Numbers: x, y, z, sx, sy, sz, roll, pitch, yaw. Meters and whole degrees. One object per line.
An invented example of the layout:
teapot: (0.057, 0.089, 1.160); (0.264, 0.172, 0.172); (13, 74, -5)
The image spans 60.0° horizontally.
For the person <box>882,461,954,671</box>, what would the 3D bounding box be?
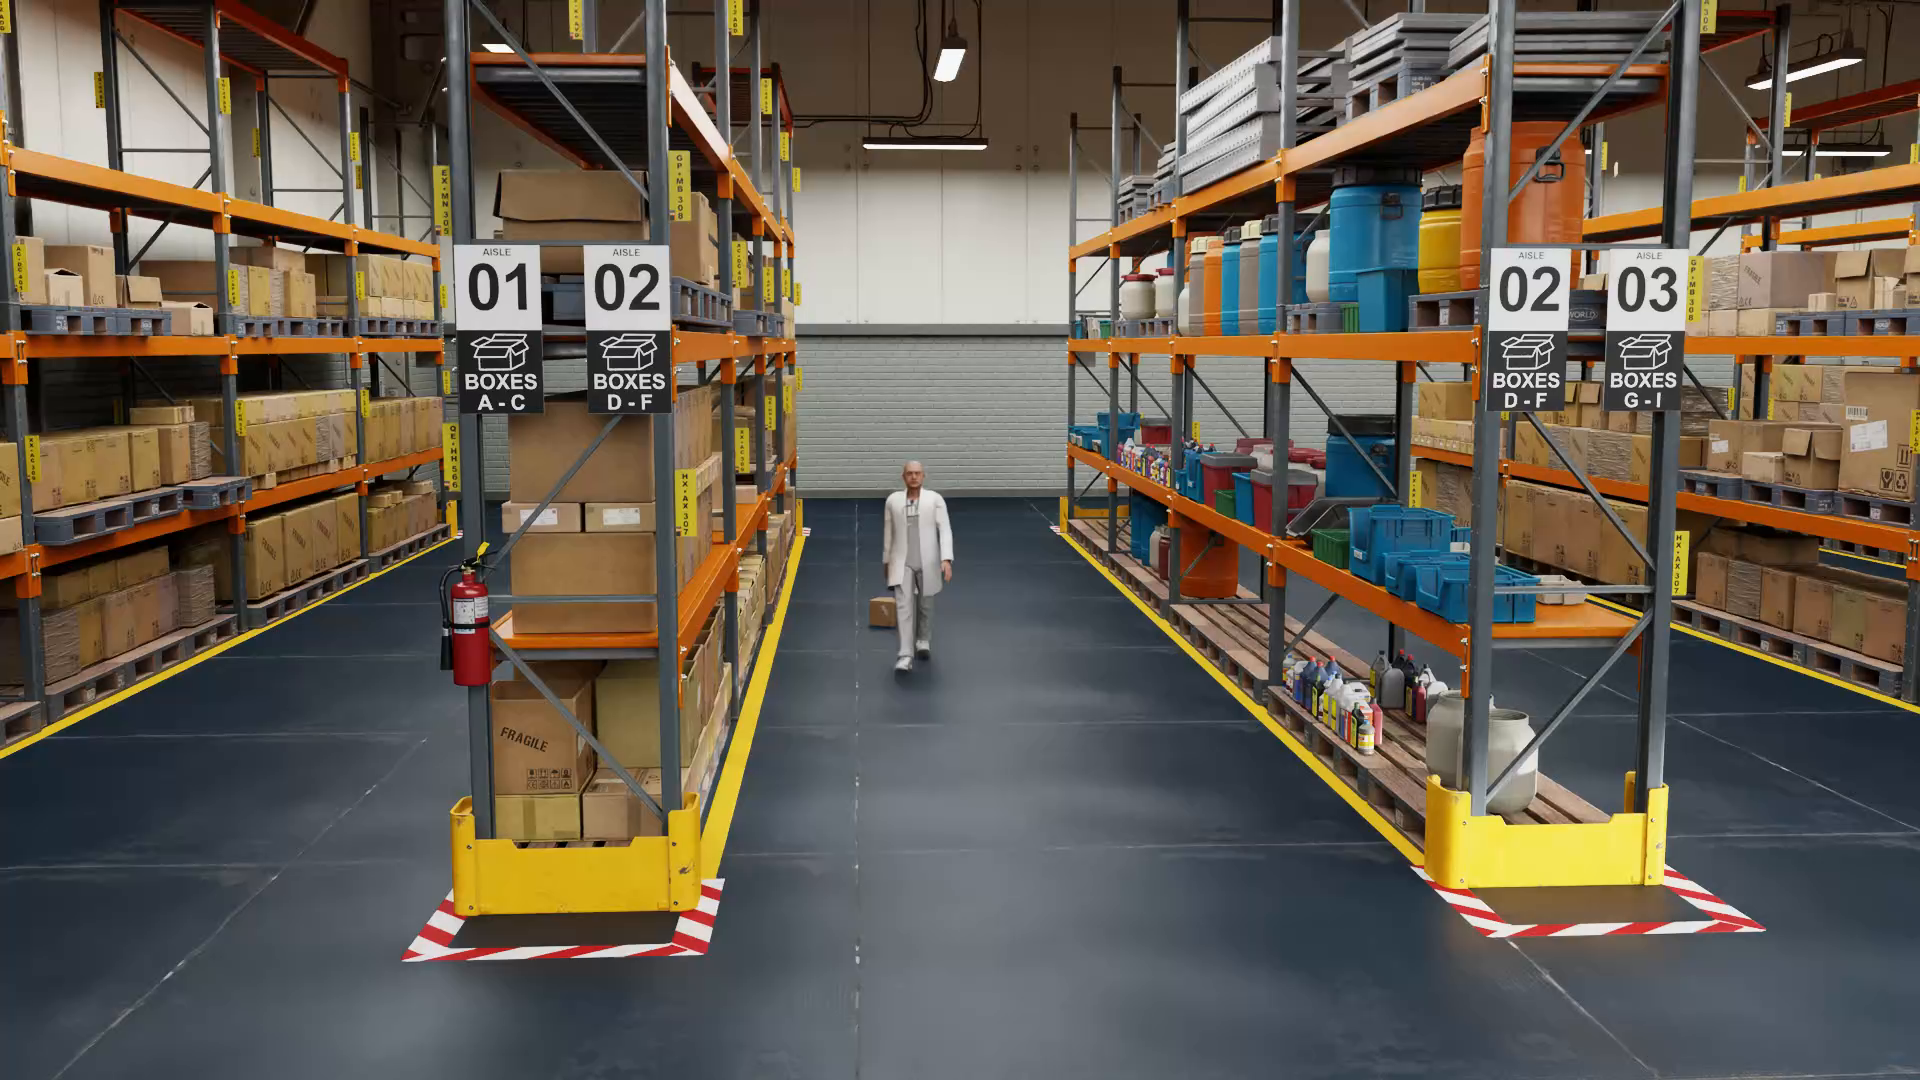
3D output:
person: (-0.361, 0.197, 14.139); (0.617, 1.733, 1.117); (0, 7, 0)
